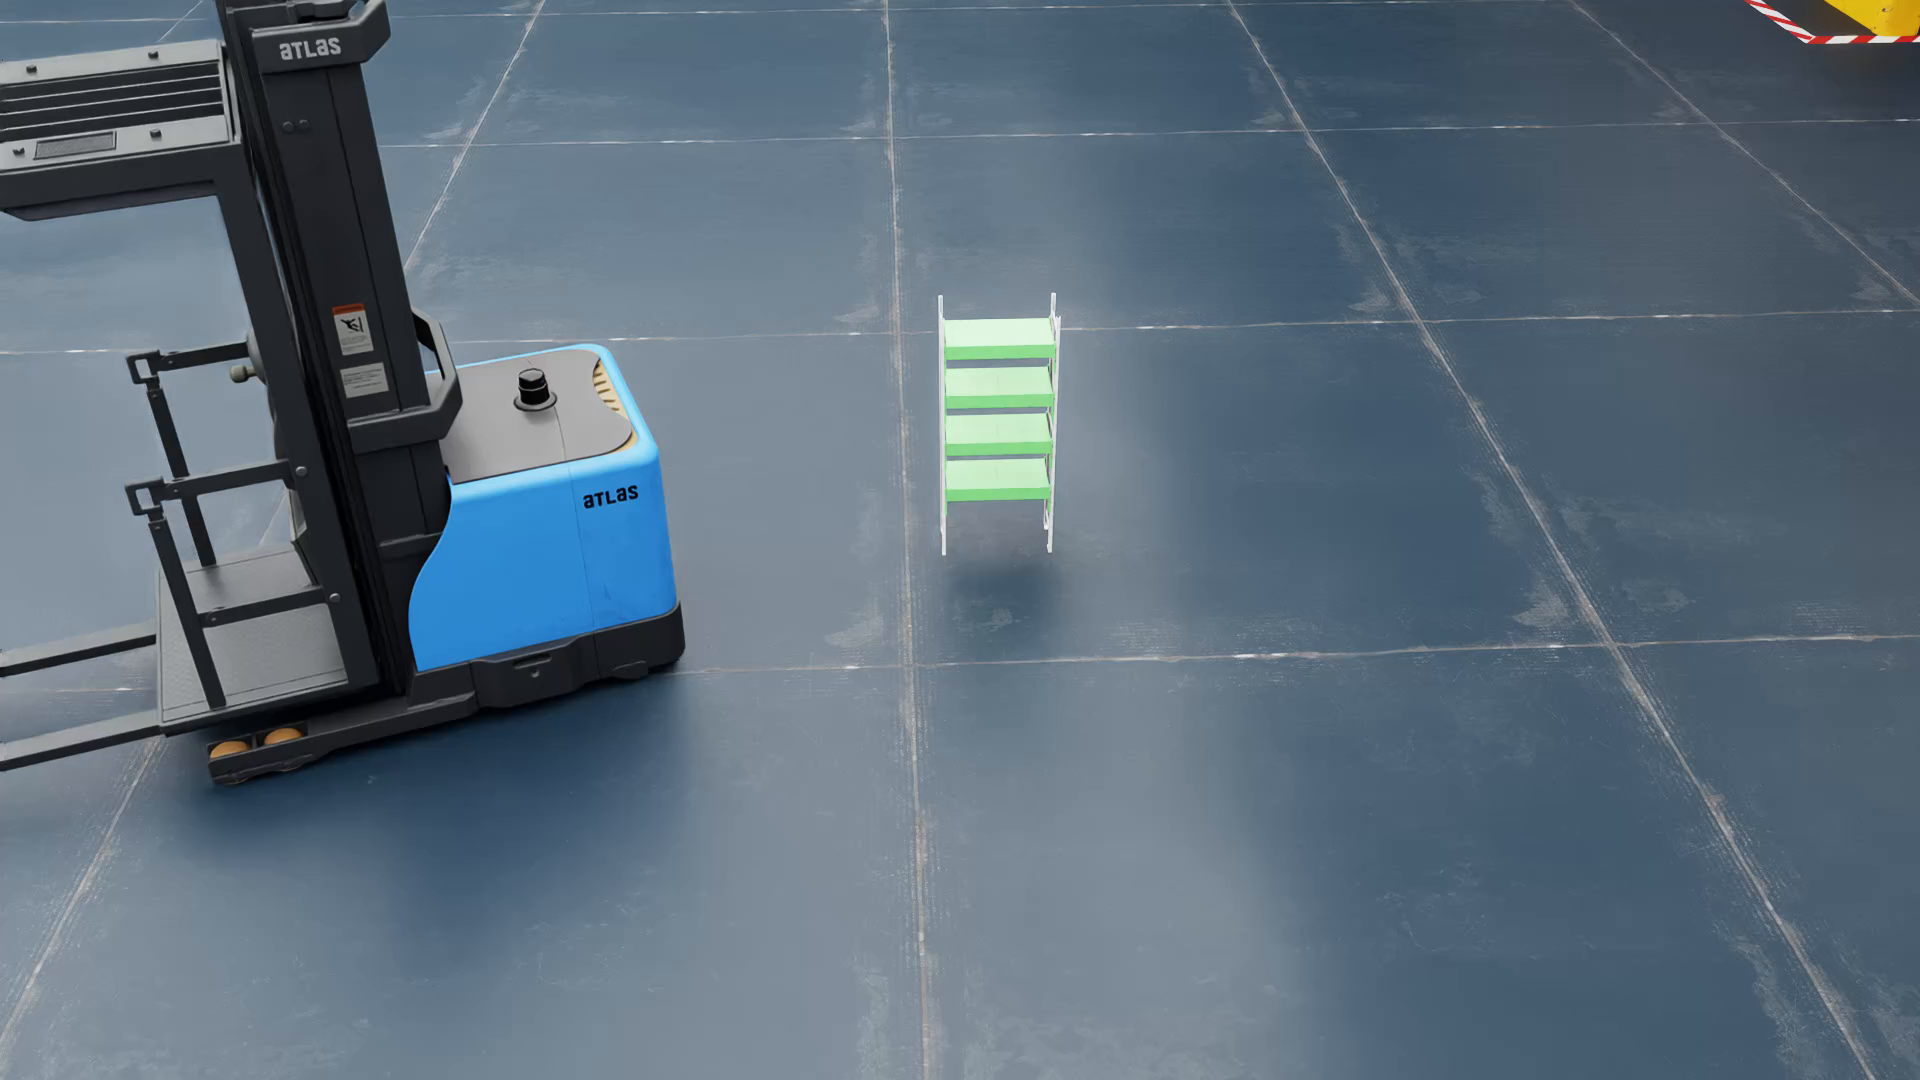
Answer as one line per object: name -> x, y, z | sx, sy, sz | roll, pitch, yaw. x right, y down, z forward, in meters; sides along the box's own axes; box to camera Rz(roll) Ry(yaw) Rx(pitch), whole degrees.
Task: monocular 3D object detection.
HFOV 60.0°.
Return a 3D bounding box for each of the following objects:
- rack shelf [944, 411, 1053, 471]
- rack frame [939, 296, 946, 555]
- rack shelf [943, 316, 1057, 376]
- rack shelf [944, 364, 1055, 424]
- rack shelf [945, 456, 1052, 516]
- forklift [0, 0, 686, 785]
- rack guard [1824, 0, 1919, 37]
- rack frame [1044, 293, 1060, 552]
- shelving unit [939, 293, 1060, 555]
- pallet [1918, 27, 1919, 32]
rack shelf -> 0.165, -0.445, 7.451 | 0.480, 0.148, 0.258 | -2, 35, -2
rack frame -> -0.078, -0.491, 7.405 | 0.015, 1.200, 0.240 | -2, 35, -2
rack shelf -> 0.165, -0.840, 7.178 | 0.480, 0.148, 0.258 | -2, 35, -2
rack shelf -> 0.165, -0.643, 7.315 | 0.480, 0.148, 0.258 | -2, 35, -2
rack shelf -> 0.165, -0.248, 7.588 | 0.480, 0.148, 0.258 | -2, 35, -2
forklift -> -2.719, -0.608, 6.054 | 3.031, 2.935, 1.130 | -13, 37, -18
rack guard -> 7.762, -4.713, 14.120 | 0.348, 0.500, 1.175 | -2, 35, -2
rack frame -> 0.409, -0.504, 7.424 | 0.015, 1.200, 0.240 | -2, 35, -2
shelving unit -> 0.165, -0.498, 7.415 | 0.503, 1.200, 0.258 | -2, 35, -2
pallet -> 8.573, -4.613, 14.230 | 1.213, 0.211, 1.003 | -2, 35, -2
